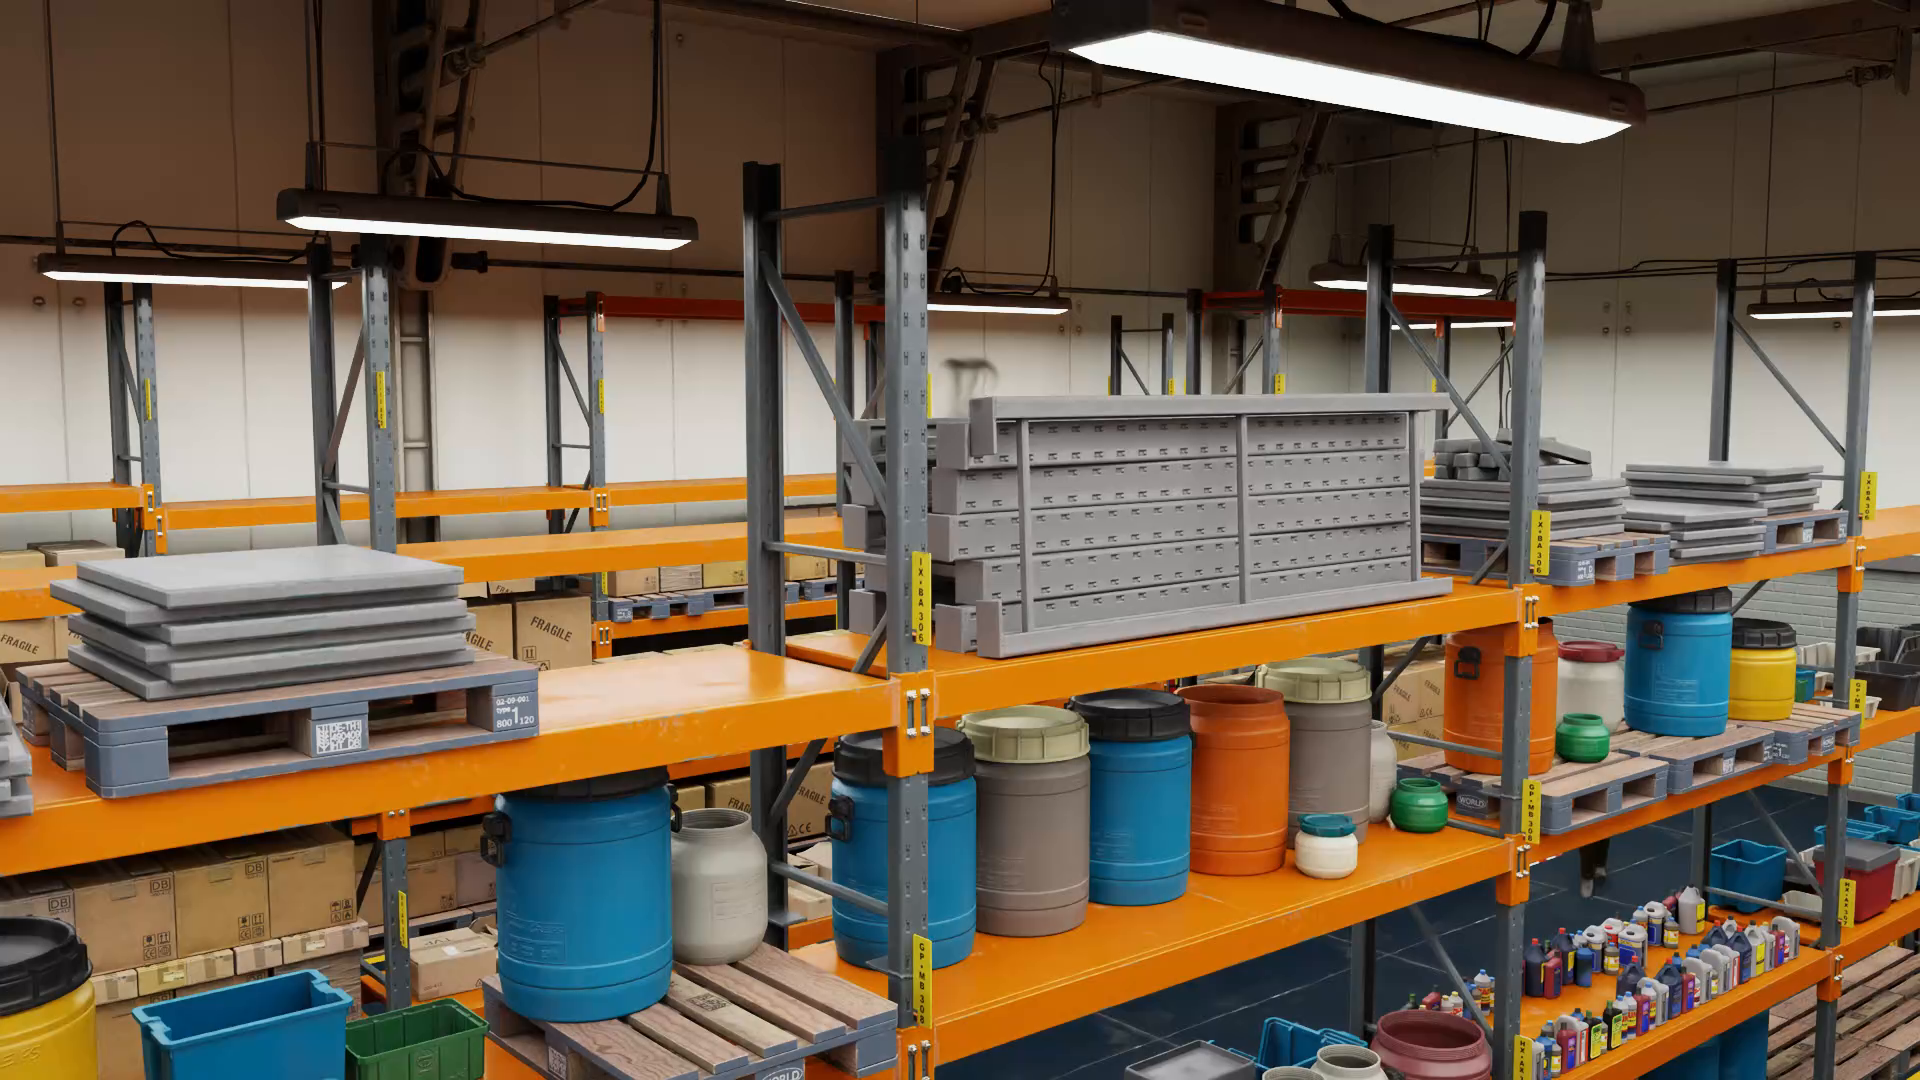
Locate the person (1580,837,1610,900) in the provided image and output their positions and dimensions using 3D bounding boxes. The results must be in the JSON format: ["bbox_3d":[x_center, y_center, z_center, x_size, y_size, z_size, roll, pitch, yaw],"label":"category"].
[{"bbox_3d":[6.463,2.656,16.858,0.721,1.786,0.911,1,6,13],"label":"person"}]
